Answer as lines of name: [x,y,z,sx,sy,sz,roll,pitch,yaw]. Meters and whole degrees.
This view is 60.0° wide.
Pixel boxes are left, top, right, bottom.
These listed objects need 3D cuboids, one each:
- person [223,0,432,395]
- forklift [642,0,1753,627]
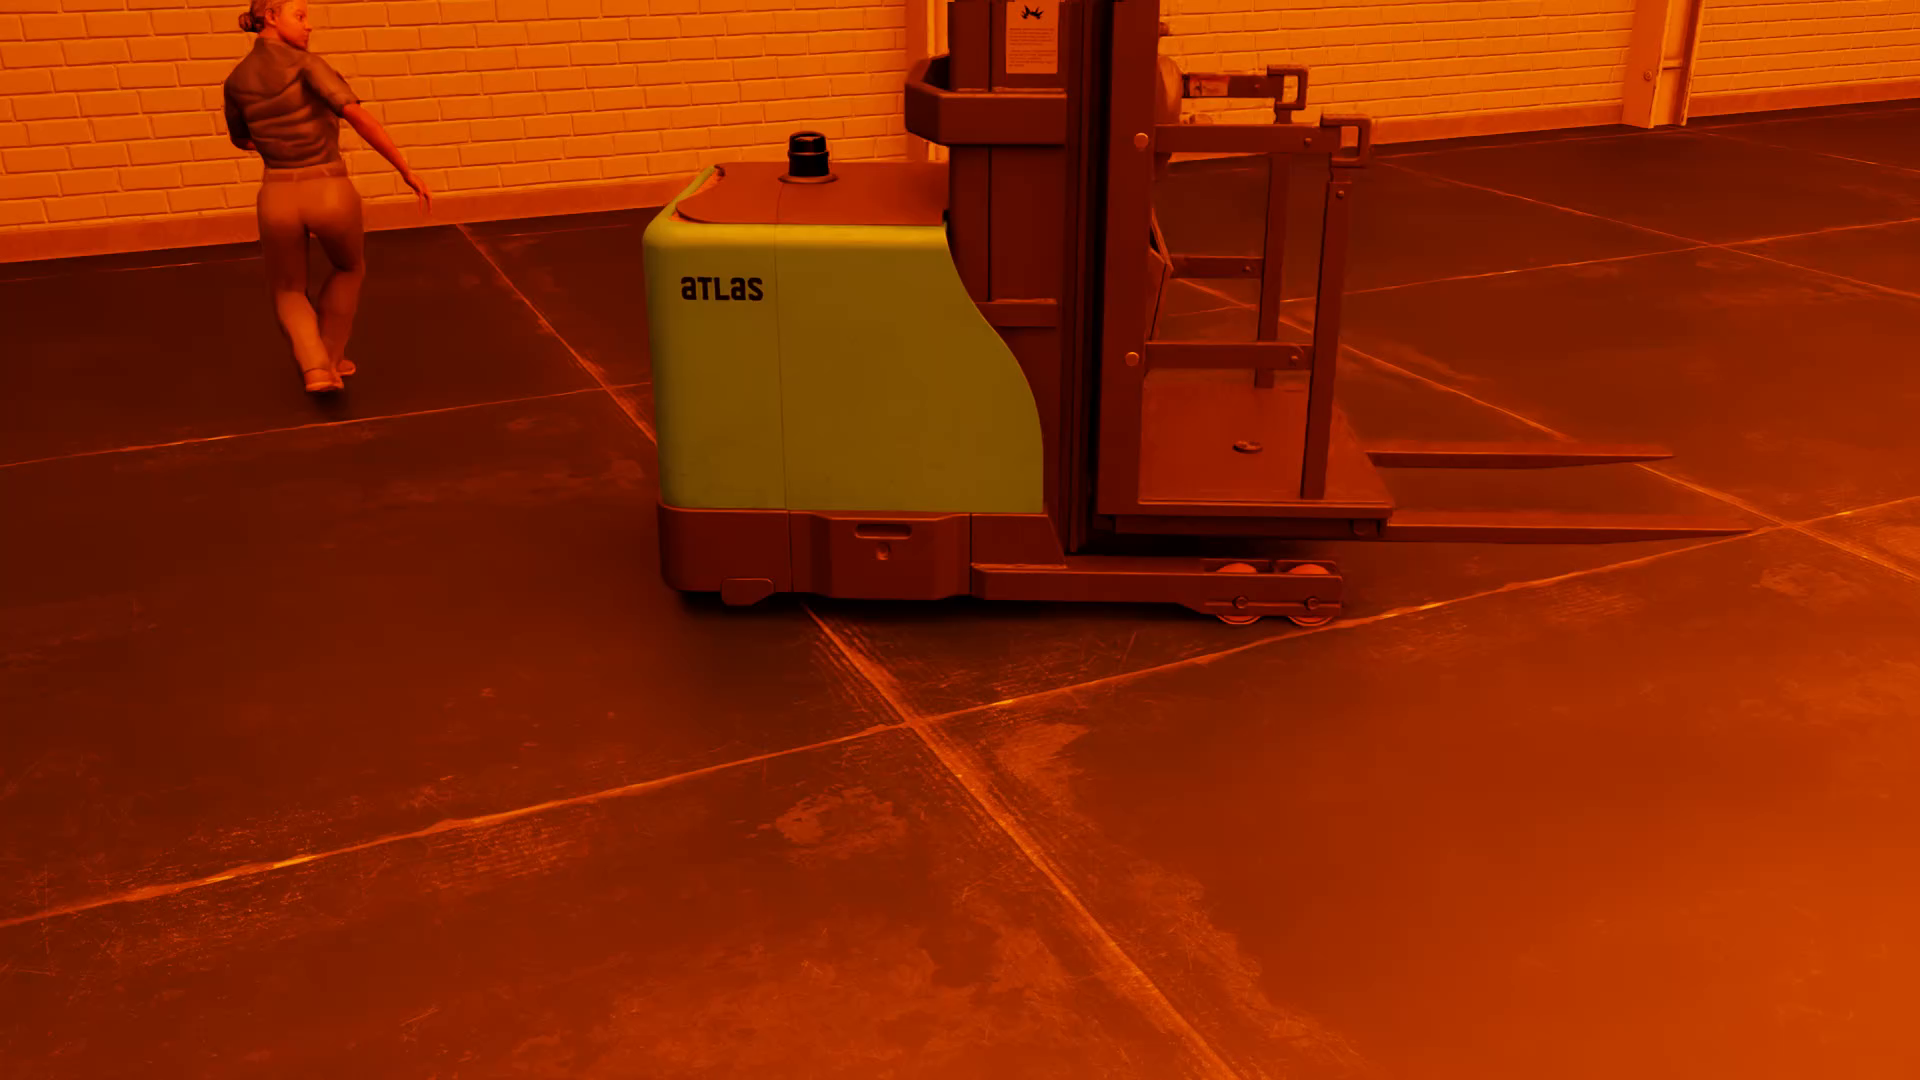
person: [-2.353,-1.305,6.289,0.785,1.533,0.805,-1,23,-2]
forklift: [0.694,-1.326,4.478,3.031,2.935,1.130,1,23,2]
